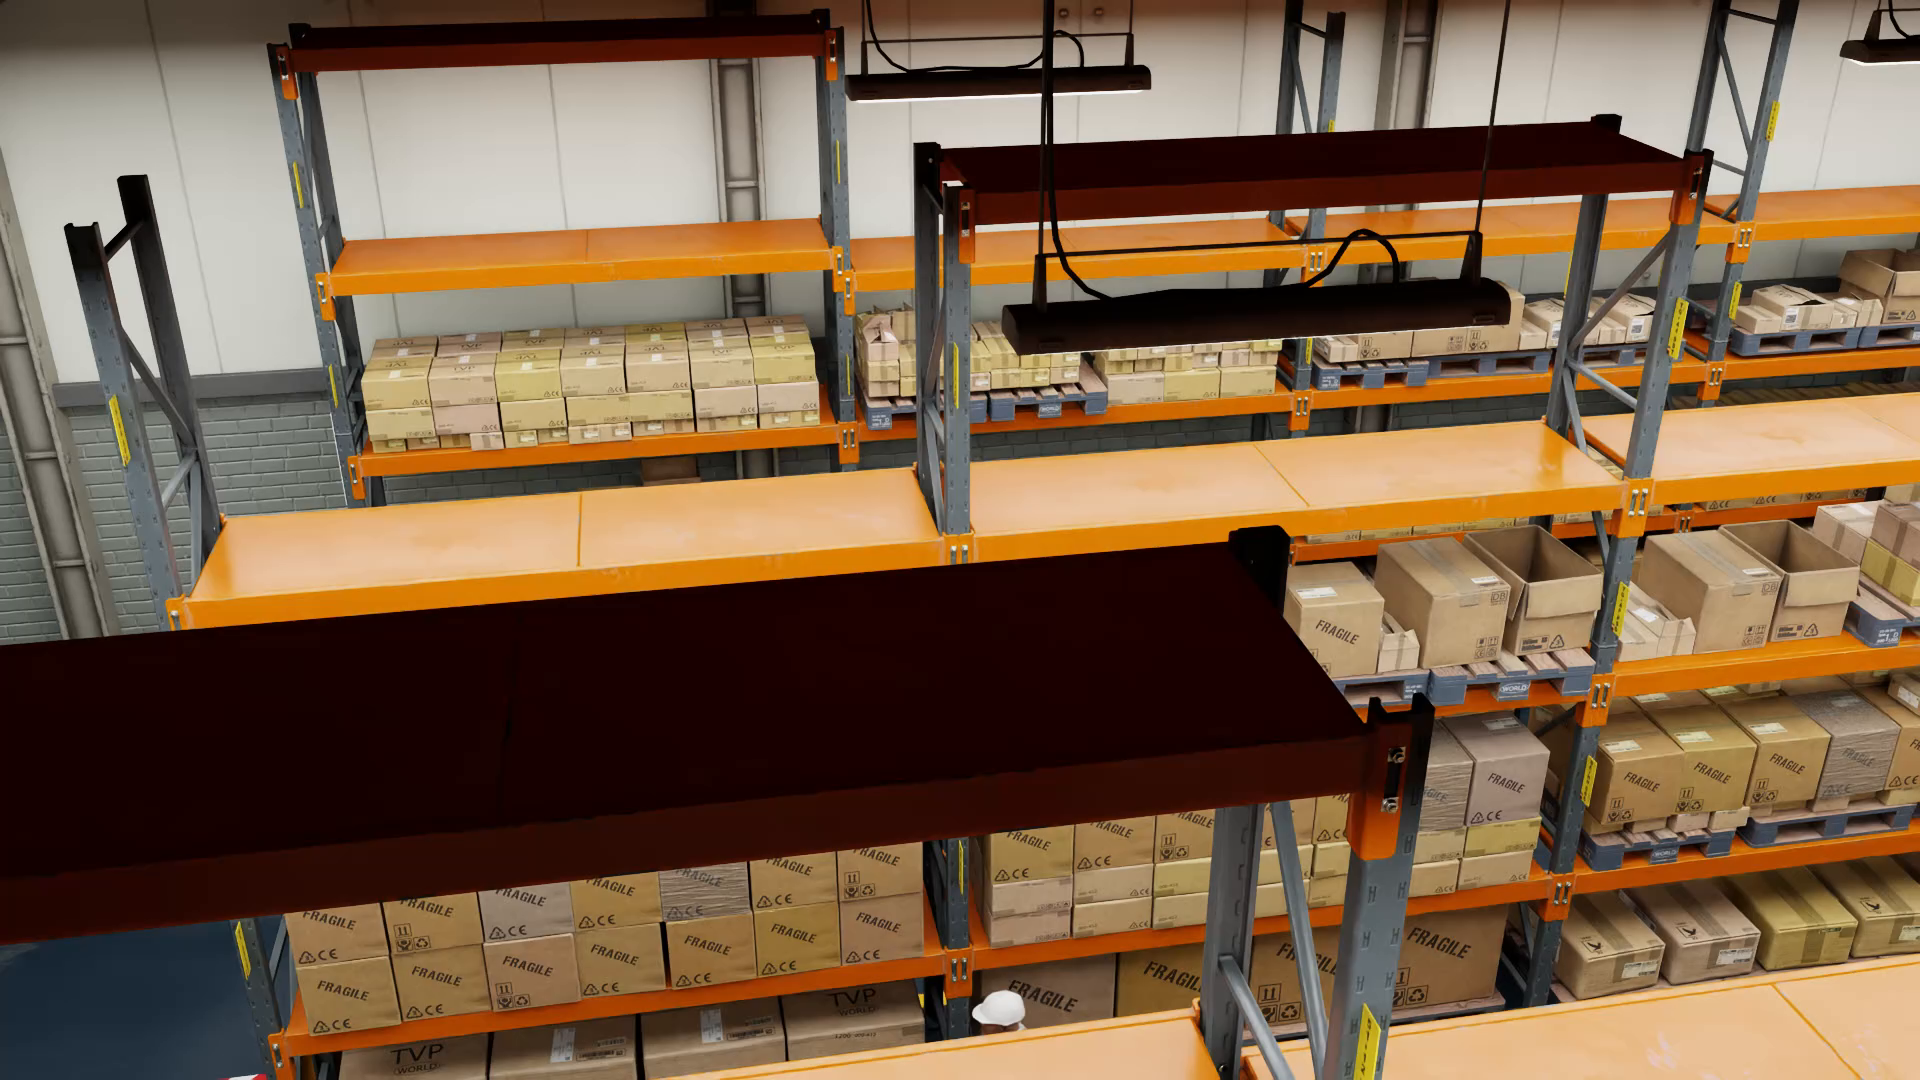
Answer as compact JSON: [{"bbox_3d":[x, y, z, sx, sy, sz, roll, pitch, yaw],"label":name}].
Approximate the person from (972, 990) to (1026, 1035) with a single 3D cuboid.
[{"bbox_3d":[0.330,3.290,9.439,0.488,1.761,0.608,-9,27,-19],"label":"person"}]
